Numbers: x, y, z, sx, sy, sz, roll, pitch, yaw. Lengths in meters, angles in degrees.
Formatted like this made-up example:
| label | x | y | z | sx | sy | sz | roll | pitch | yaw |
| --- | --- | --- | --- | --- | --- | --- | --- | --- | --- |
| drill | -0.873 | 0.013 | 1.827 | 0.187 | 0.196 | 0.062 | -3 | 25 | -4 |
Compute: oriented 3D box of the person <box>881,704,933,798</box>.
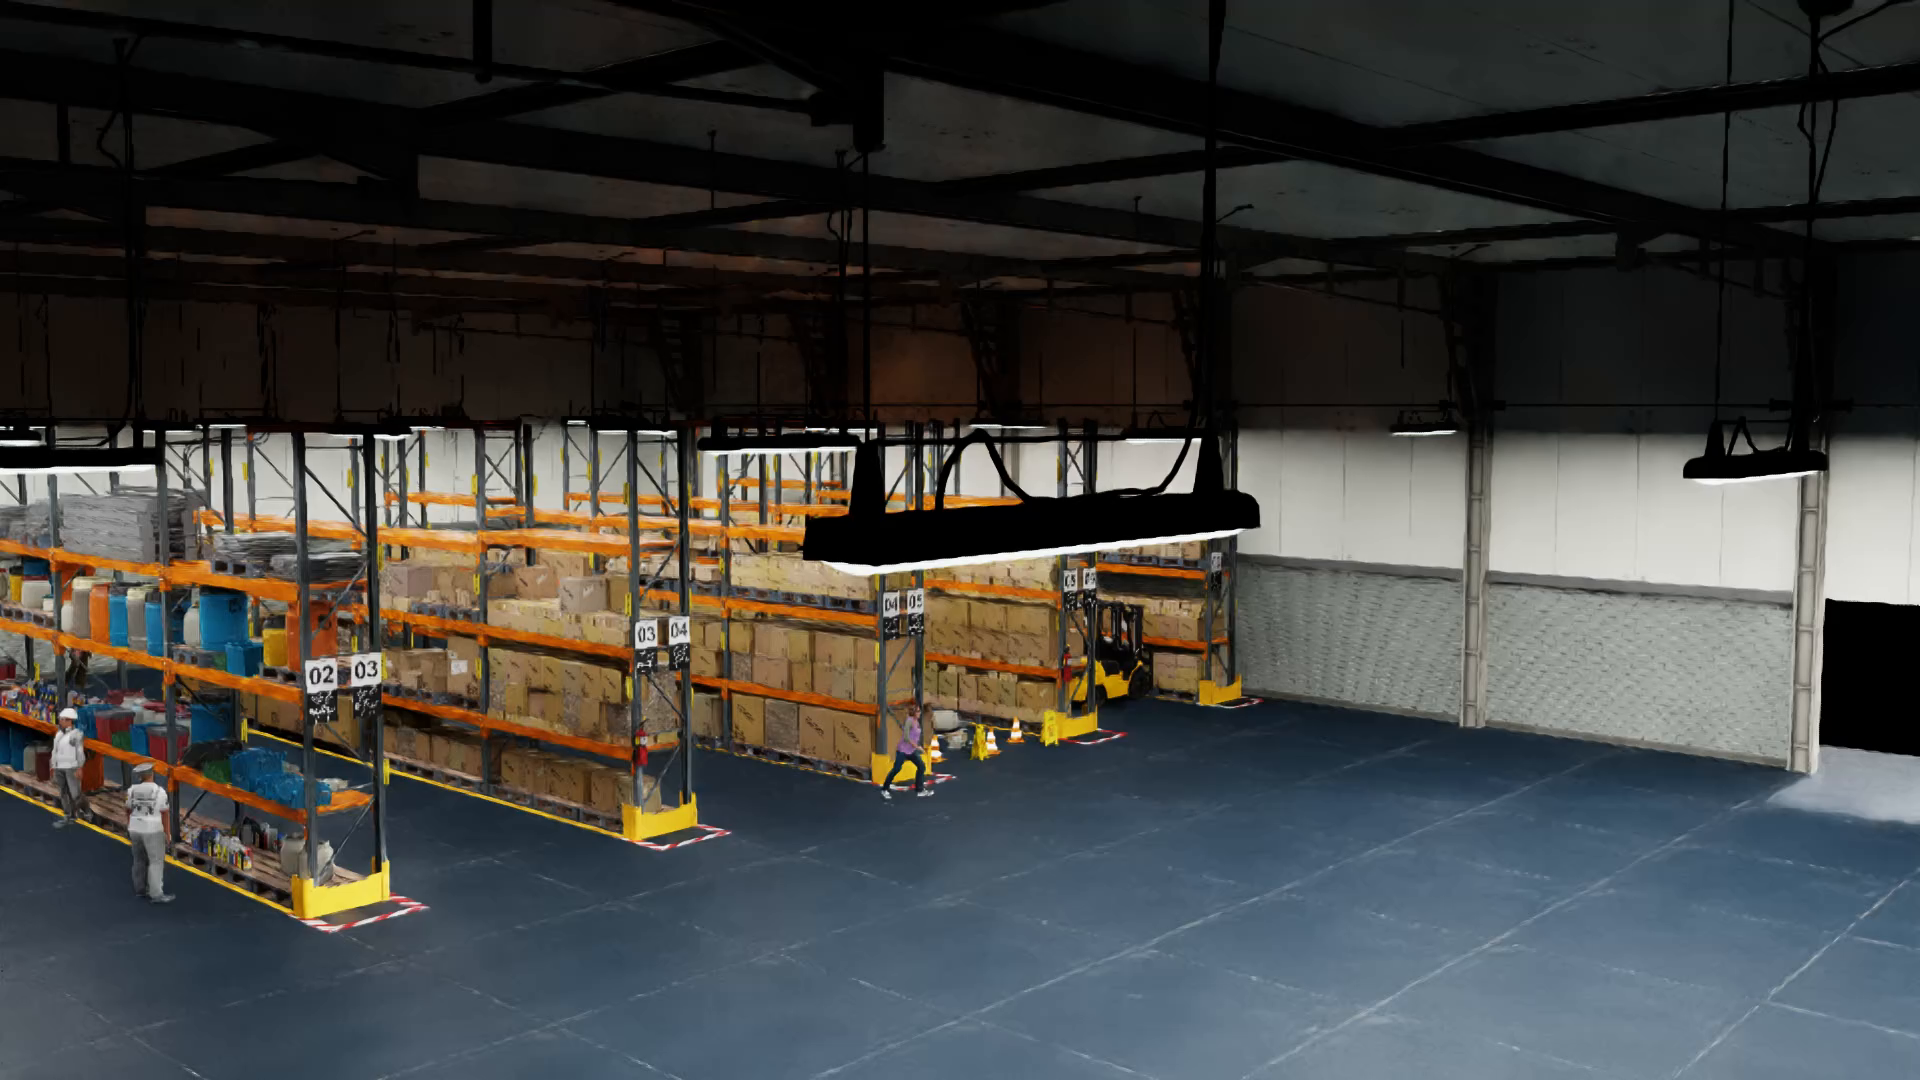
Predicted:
| label | x | y | z | sx | sy | sz | roll | pitch | yaw |
| --- | --- | --- | --- | --- | --- | --- | --- | --- | --- |
| person | -0.861 | 3.379 | 26.714 | 0.788 | 1.512 | 0.561 | 2 | 5 | 24 |

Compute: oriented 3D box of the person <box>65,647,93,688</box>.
| label | x | y | z | sx | sy | sz | roll | pitch | yaw |
| --- | --- | --- | --- | --- | --- | --- | --- | --- | --- |
| person | -19.676 | 2.435 | 36.911 | 0.517 | 1.771 | 0.793 | 0 | 5 | 1 |

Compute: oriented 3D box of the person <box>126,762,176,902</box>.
| label | x | y | z | sx | sy | sz | roll | pitch | yaw |
| --- | --- | --- | --- | --- | --- | --- | --- | --- | --- |
| person | -10.319 | 3.709 | 21.194 | 0.595 | 1.762 | 0.475 | 1 | 5 | 10 |

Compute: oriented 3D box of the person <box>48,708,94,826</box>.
| label | x | y | z | sx | sy | sz | roll | pitch | yaw |
| --- | --- | --- | --- | --- | --- | --- | --- | --- | --- |
| person | -13.374 | 3.415 | 25.009 | 0.651 | 1.767 | 0.448 | 2 | 5 | 26 |
